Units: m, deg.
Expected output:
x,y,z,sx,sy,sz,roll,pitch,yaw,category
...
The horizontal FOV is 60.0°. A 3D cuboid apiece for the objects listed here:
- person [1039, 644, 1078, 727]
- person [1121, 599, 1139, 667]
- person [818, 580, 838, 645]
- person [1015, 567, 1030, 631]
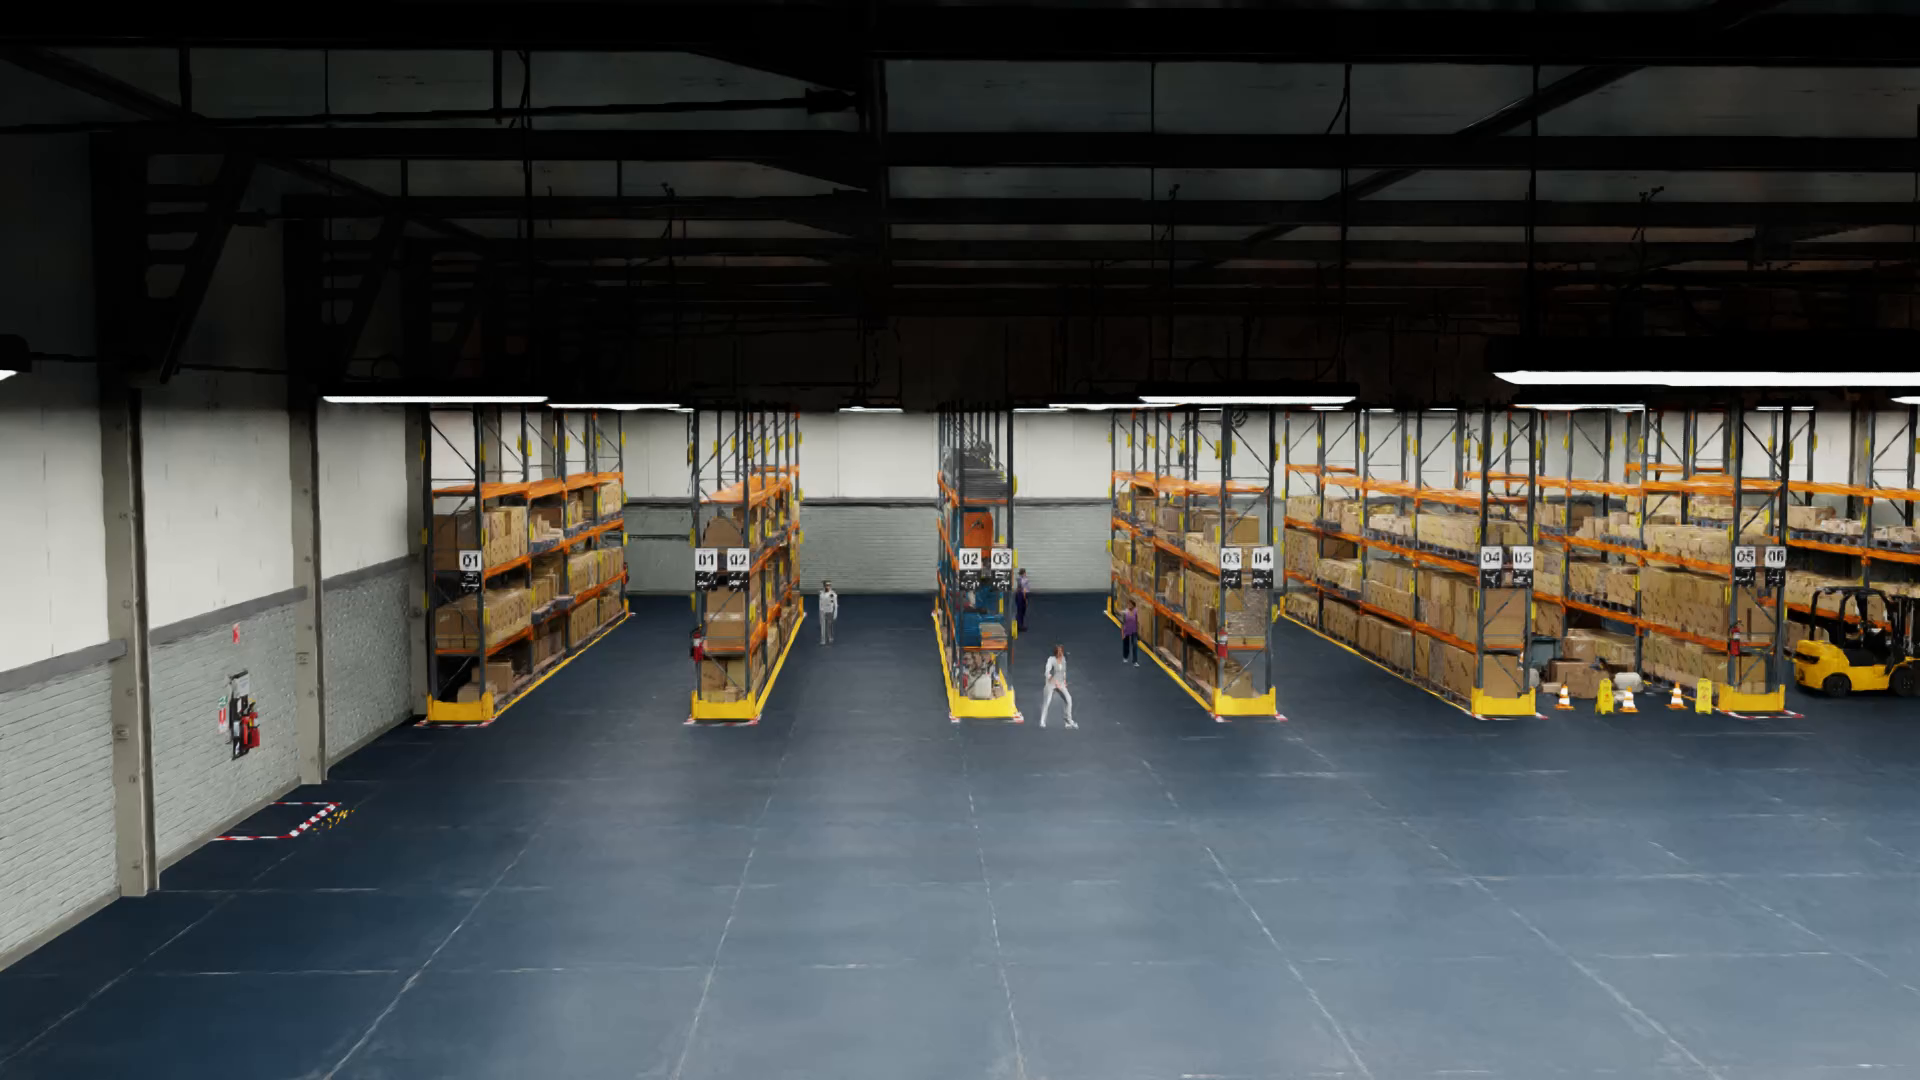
x,y,z,sx,sy,sz,roll,pitch,yaw,category
1.756,2.647,30.320,0.569,1.537,0.733,-2,5,-23,person
3.850,2.086,37.737,0.417,1.517,1.036,0,4,1,person
-3.277,1.770,41.350,0.488,1.590,1.089,0,4,-4,person
1.647,1.552,44.015,0.379,1.637,0.611,-1,4,-15,person
